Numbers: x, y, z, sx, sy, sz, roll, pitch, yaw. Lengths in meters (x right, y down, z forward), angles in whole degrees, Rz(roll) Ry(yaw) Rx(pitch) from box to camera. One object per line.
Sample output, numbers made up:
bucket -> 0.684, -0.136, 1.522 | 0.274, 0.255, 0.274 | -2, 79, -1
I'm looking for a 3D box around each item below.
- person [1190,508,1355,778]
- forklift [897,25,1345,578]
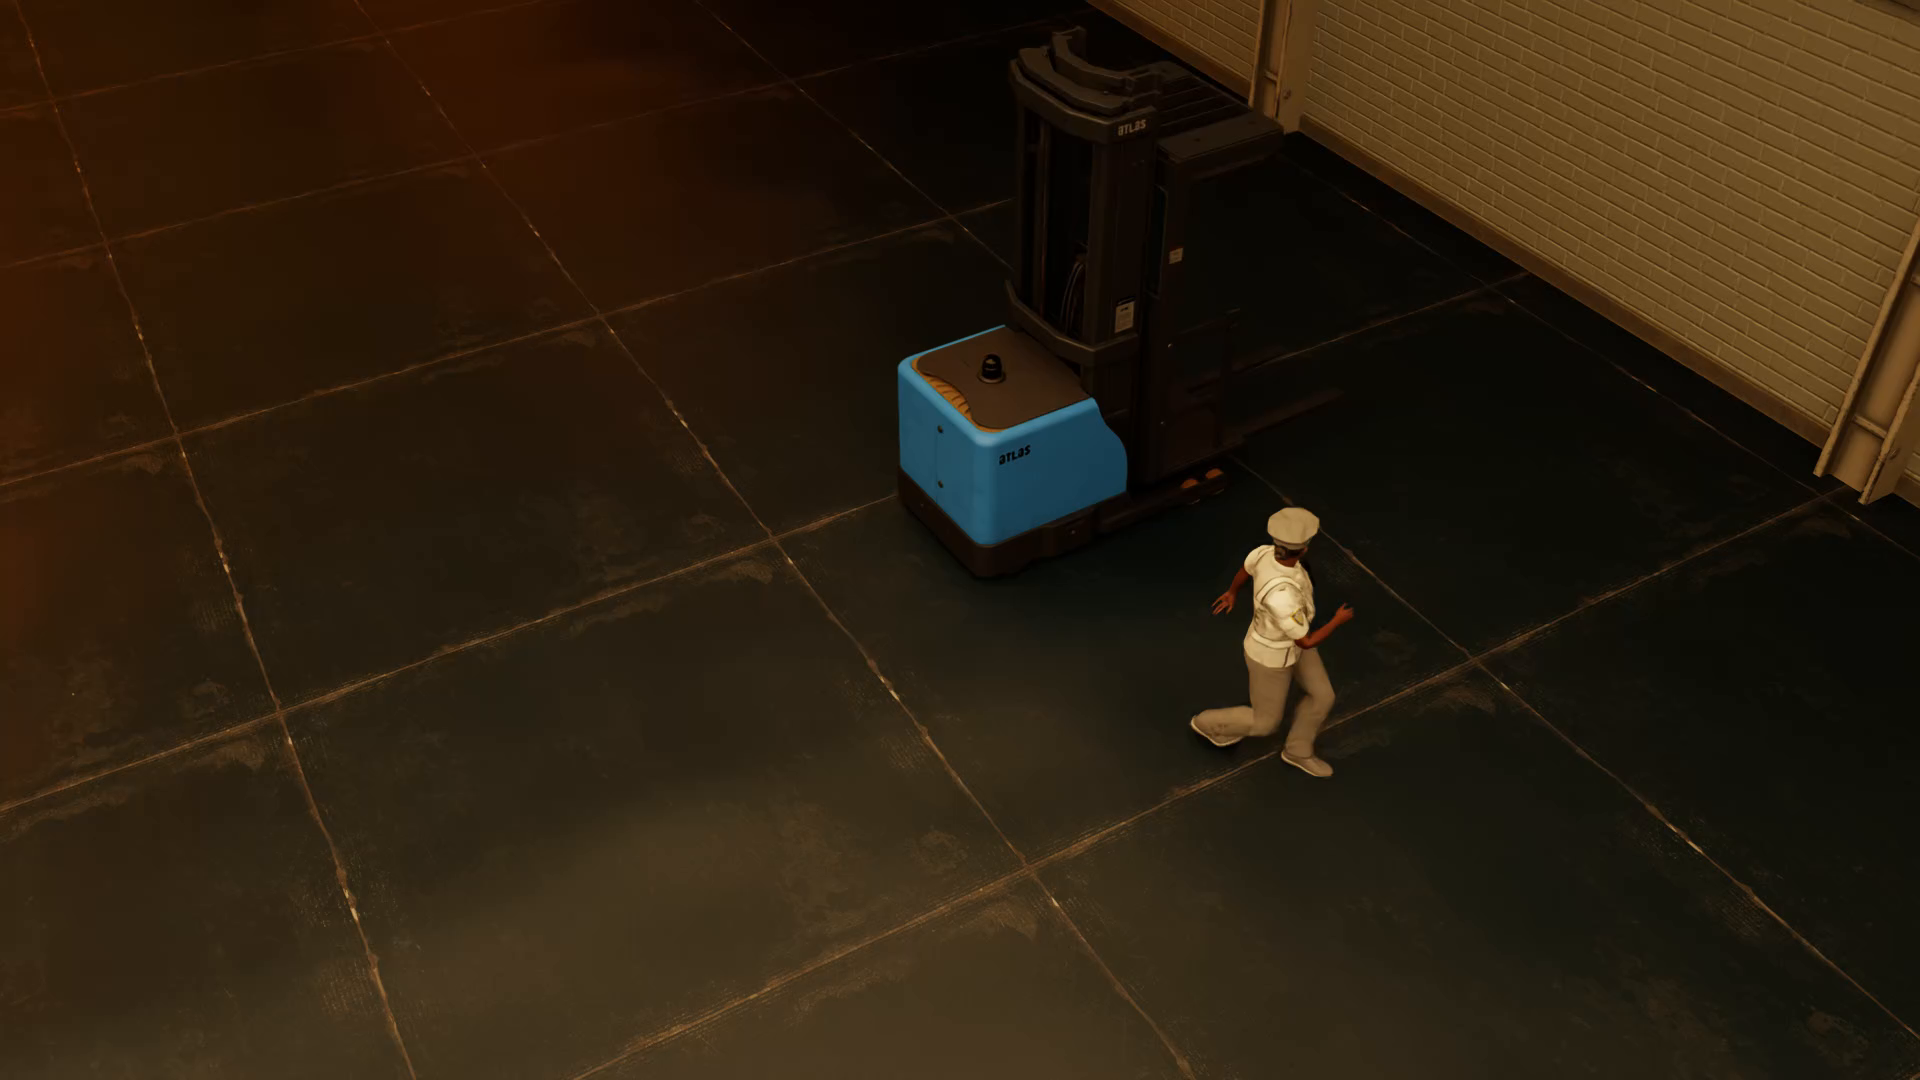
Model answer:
person -> 1.622, 0.529, 8.486 | 0.821, 1.583, 0.493 | 17, 43, 19
forklift -> 1.132, -1.618, 9.986 | 3.031, 2.935, 1.130 | -22, 44, -24
